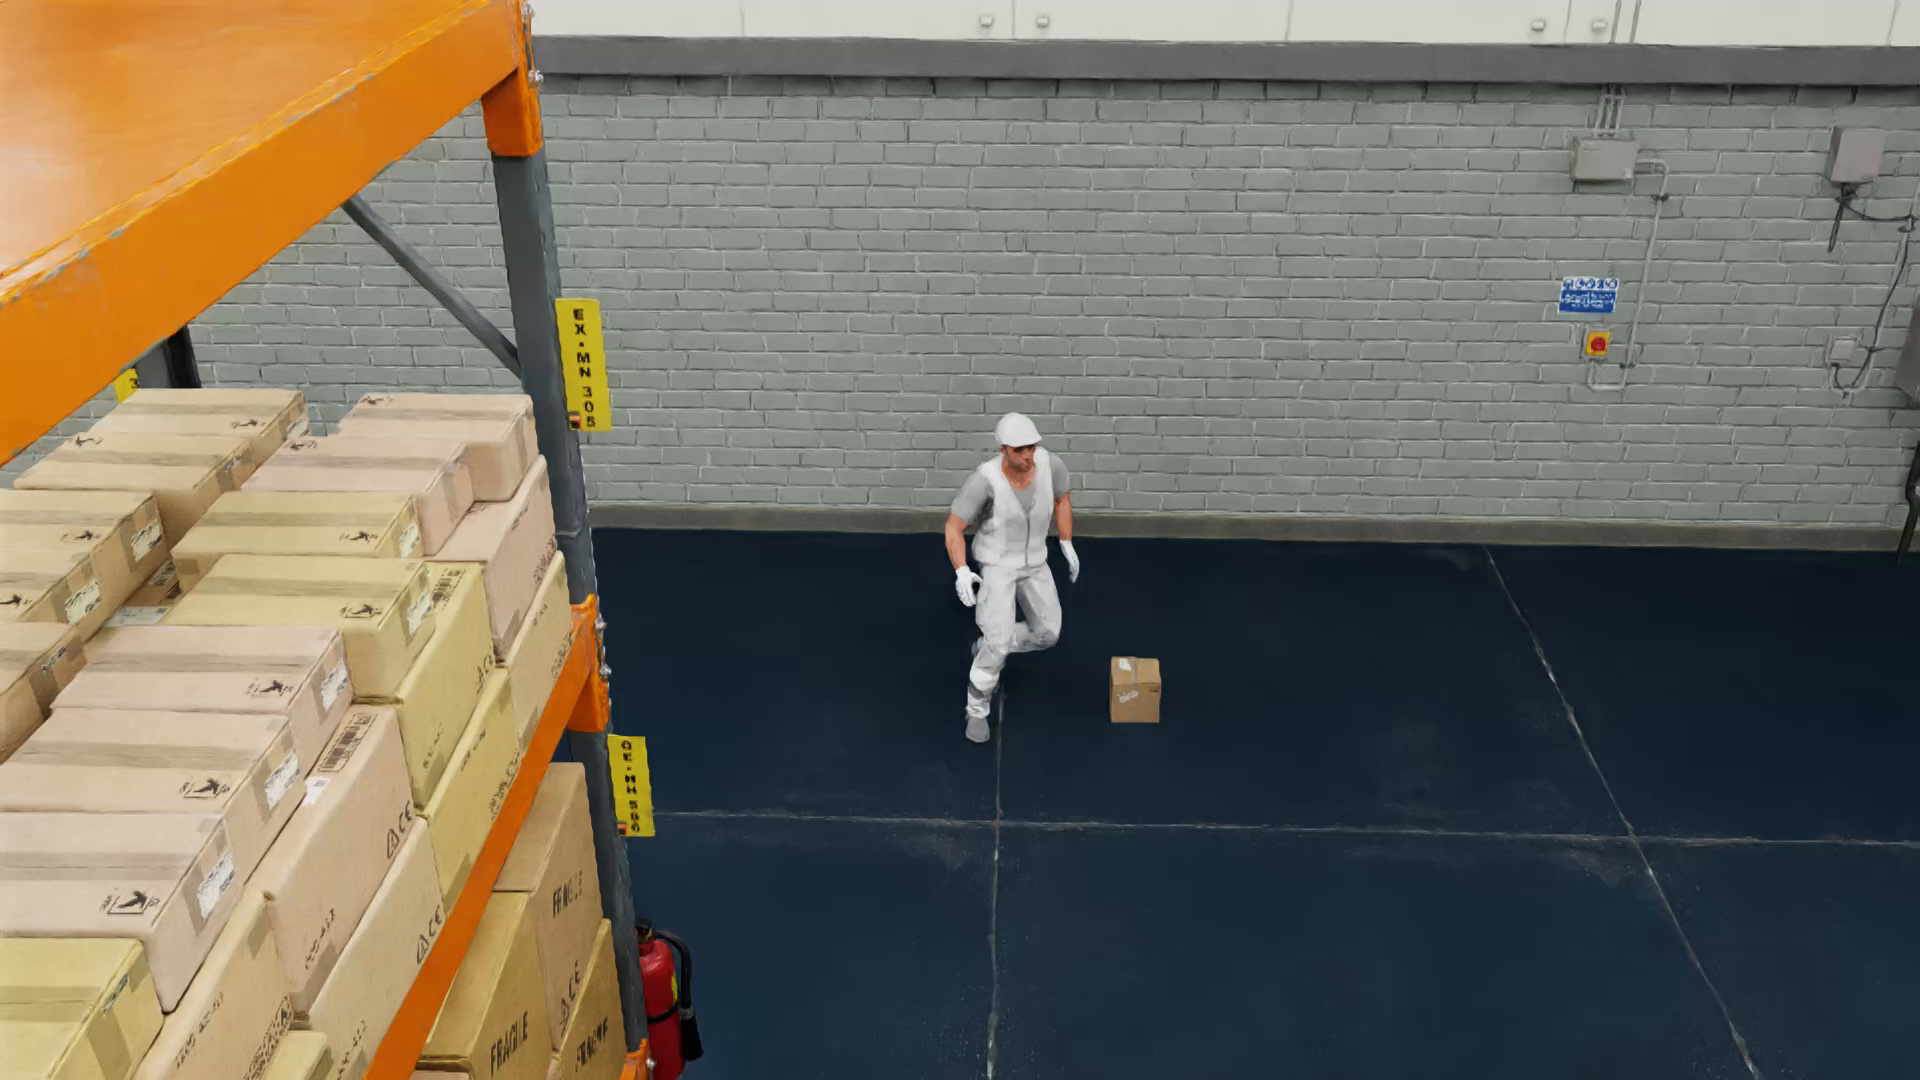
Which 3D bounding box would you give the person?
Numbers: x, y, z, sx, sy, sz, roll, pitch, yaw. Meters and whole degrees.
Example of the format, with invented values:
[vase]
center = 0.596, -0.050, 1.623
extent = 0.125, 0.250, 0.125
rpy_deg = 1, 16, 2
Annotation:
[person]
center = 0.238, 0.121, 8.480
extent = 0.801, 1.667, 0.613
rpy_deg = -17, 32, -29
